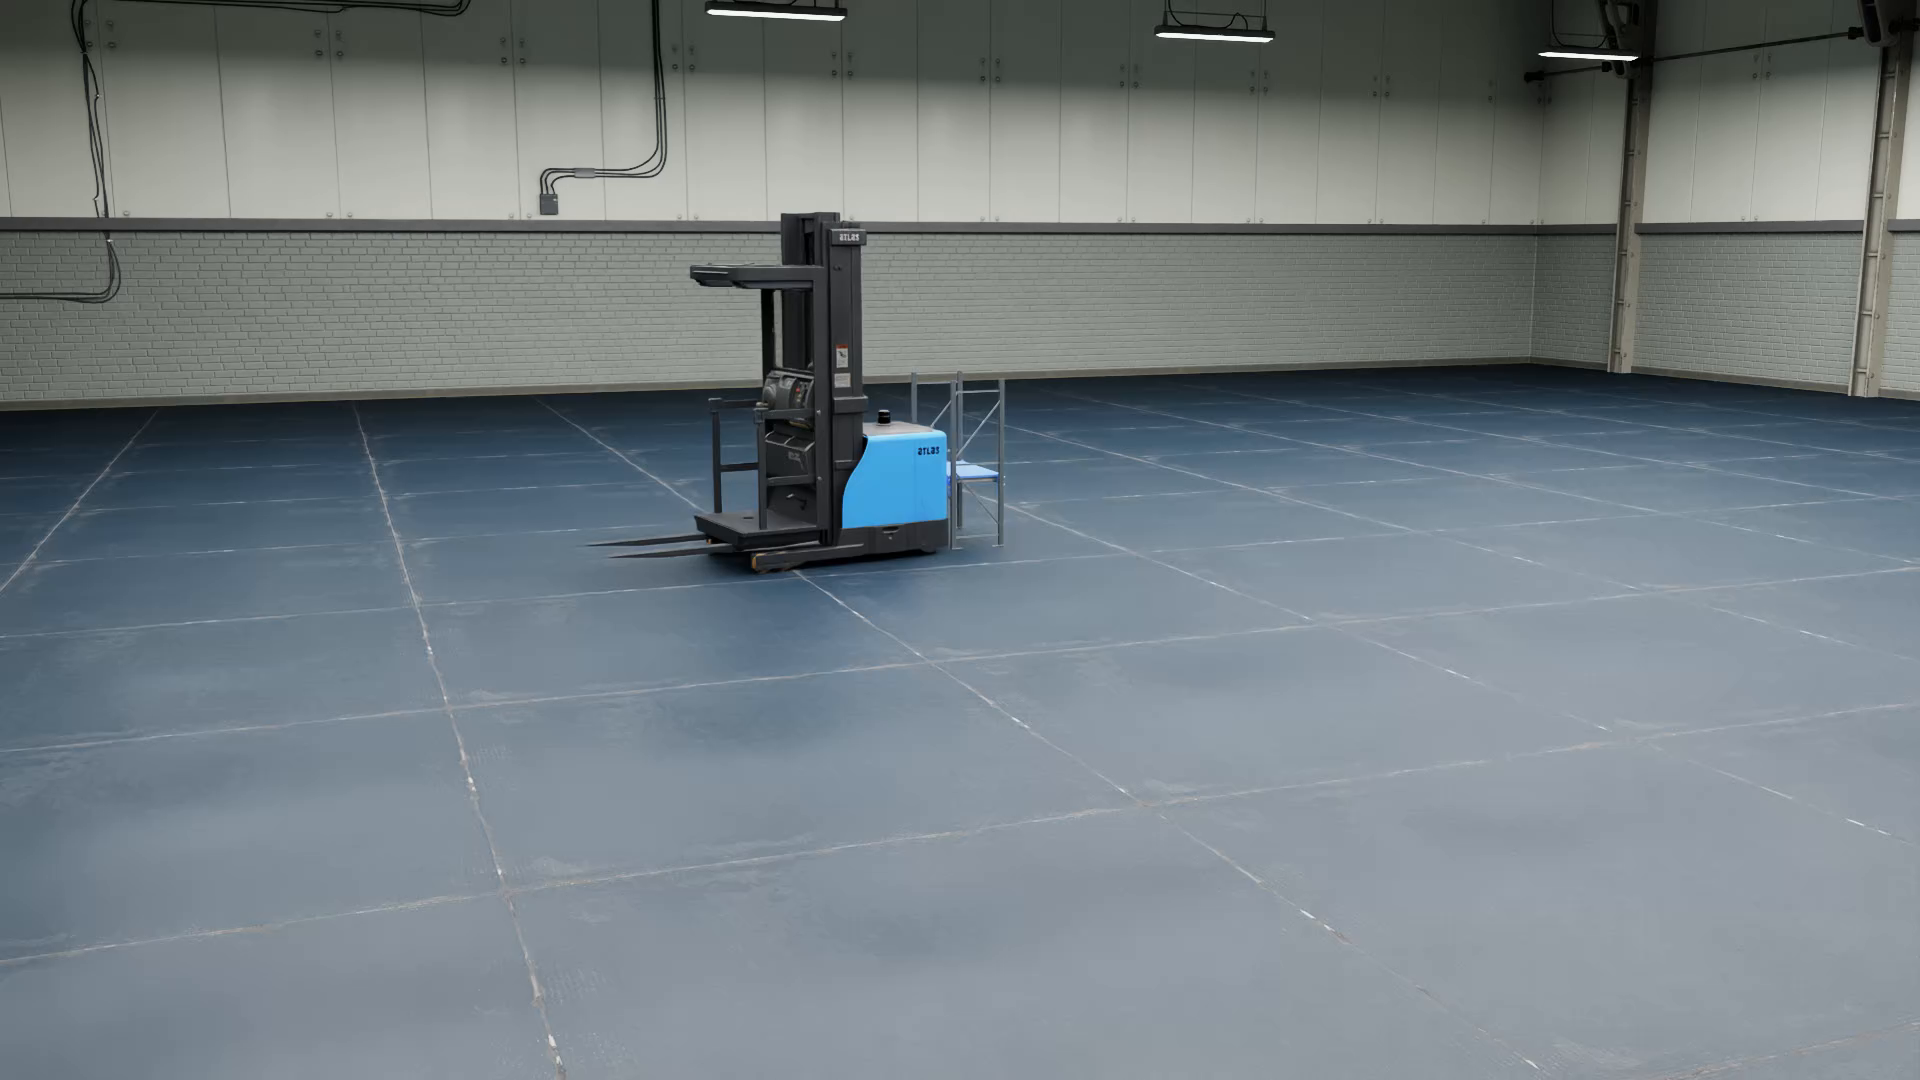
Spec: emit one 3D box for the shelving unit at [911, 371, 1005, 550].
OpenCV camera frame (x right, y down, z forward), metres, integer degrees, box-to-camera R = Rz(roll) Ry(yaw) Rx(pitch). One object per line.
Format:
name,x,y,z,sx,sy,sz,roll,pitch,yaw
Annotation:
shelving unit,-0.031,-0.752,15.197,0.538,1.500,1.048,-4,11,-21

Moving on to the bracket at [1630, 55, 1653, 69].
bracket,13.784,-9.663,33.602,0.235,0.232,0.430,-4,11,-21

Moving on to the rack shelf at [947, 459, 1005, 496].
rack shelf,-0.031,-0.575,15.228,0.538,0.185,1.000,-4,11,-21

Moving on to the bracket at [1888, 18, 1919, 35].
bracket,15.958,-8.684,28.096,0.235,0.232,0.430,-4,11,-21

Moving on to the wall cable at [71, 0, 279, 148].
wall cable,-12.708,-7.677,27.156,3.097,2.526,0.112,-4,11,-21

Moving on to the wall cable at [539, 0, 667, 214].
wall cable,-6.376,-8.821,29.436,2.305,6.003,0.169,-4,11,-21

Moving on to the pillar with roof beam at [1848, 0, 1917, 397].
pillar with roof beam,12.126,-6.729,27.383,9.100,9.000,0.548,-4,11,-21

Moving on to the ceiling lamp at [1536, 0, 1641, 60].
ceiling lamp,10.741,-9.910,28.598,2.000,3.185,0.800,-4,11,-21

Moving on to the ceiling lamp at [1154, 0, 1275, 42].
ceiling lamp,3.900,-9.444,25.979,2.000,3.185,0.800,-4,11,-21

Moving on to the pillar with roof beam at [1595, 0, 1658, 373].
pillar with roof beam,9.952,-7.708,32.889,9.100,9.000,0.548,-4,11,-21

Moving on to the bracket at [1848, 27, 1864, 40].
bracket,15.658,-8.819,28.858,0.235,0.232,0.430,-4,11,-21

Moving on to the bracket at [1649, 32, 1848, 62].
bracket,14.718,-9.243,31.238,0.076,0.066,4.783,-4,11,-21

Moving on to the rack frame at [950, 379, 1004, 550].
rack frame,0.153,-0.669,14.730,0.500,1.500,0.032,-4,11,-21

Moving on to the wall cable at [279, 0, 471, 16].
wall cable,-9.824,-10.112,27.862,3.097,2.526,0.112,-4,11,-21

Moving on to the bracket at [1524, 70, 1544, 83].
bracket,12.624,-10.186,36.538,0.235,0.232,0.430,-4,11,-21

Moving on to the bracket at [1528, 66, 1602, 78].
bracket,12.839,-10.089,35.996,0.076,0.066,3.189,-4,11,-21

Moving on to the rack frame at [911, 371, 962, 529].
rack frame,-0.215,-0.835,15.663,0.500,1.500,0.032,-4,11,-21

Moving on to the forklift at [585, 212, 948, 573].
forklift,-1.637,-1.272,14.033,3.031,2.935,1.130,-6,12,-29

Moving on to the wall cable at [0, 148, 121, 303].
wall cable,-15.230,-5.018,26.633,3.097,2.526,0.112,-4,11,-21

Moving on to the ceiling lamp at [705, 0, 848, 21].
ceiling lamp,-2.680,-8.996,23.460,2.000,3.185,0.800,-4,11,-21

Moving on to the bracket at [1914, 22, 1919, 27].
bracket,16.892,-8.263,25.732,0.076,0.066,4.783,-4,11,-21

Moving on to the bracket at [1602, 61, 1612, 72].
bracket,13.483,-9.799,34.363,0.235,0.232,0.430,-4,11,-21
